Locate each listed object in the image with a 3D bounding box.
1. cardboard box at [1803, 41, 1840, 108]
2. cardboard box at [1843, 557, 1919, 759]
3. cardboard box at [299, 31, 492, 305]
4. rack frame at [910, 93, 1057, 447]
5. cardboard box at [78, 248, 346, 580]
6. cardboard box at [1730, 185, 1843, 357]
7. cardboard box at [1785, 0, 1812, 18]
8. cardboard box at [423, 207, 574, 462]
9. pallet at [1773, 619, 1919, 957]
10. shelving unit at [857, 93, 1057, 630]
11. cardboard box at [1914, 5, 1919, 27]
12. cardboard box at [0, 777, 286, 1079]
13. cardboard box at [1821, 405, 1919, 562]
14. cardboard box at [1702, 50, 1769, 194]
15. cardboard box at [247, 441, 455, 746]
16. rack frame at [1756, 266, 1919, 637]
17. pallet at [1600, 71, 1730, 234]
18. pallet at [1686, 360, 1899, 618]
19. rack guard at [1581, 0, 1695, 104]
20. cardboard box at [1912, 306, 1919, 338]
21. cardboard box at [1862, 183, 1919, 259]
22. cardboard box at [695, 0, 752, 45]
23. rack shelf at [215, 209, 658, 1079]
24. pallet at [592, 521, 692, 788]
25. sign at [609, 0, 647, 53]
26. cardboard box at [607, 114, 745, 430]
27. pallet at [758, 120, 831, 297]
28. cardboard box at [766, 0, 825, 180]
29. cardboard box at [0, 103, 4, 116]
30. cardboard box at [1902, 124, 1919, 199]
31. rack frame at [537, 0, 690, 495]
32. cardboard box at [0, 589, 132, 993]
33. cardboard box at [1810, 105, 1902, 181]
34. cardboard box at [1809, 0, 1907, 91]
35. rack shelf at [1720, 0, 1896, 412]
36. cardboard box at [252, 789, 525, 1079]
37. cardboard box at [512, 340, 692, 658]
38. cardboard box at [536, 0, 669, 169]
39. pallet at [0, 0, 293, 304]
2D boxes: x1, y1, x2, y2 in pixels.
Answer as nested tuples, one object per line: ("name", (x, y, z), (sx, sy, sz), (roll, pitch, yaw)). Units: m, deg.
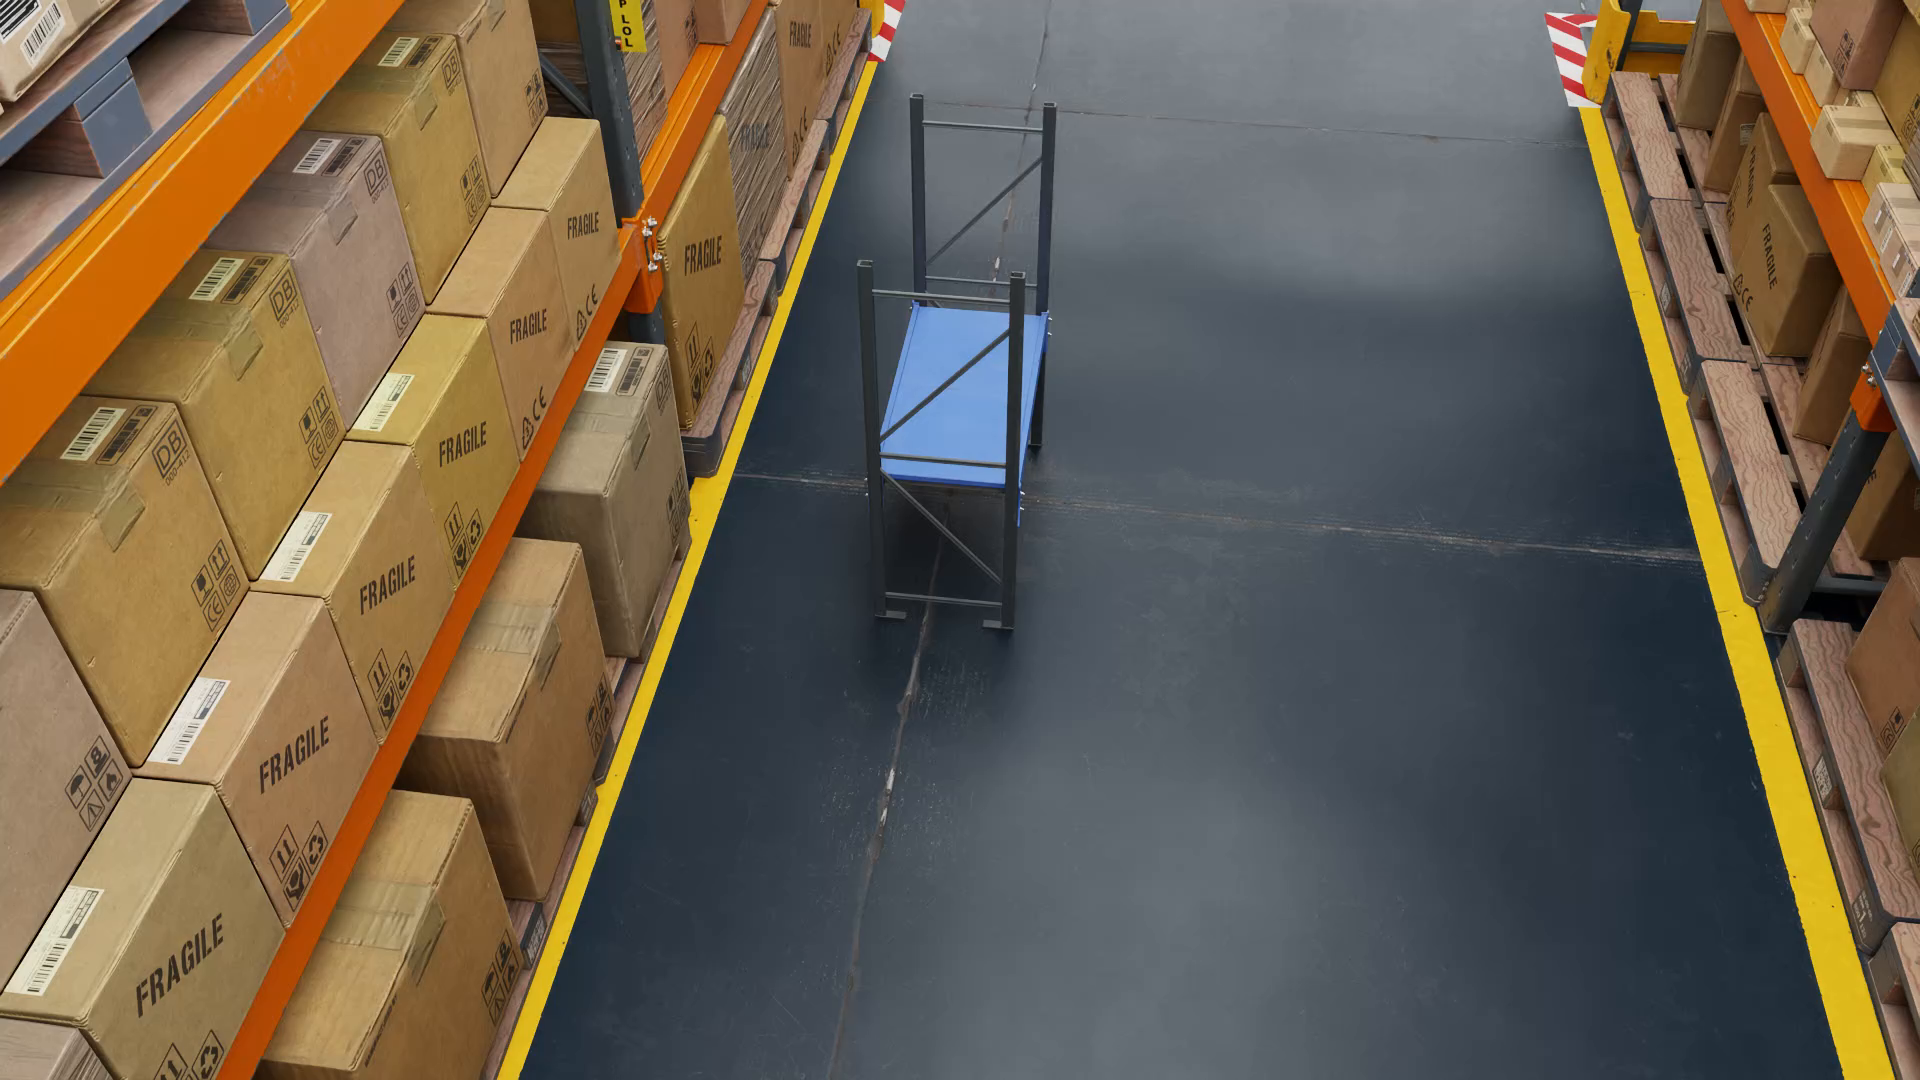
("cardboard box", (3.304, -1.679, 6.025), (0.380, 0.149, 0.250), (5, 44, 6))
("cardboard box", (3.251, 0.415, 5.129), (0.700, 0.500, 0.500), (2, 43, 2))
("cardboard box", (-1.676, -0.979, 4.303), (0.700, 0.500, 0.500), (5, 44, 5))
("rack frame", (0.078, -0.949, 6.162), (0.500, 1.500, 0.032), (5, 44, 6))
("cardboard box", (-1.811, -0.291, 3.576), (0.700, 0.500, 0.500), (5, 44, 5))
("cardboard box", (3.518, -1.085, 6.727), (0.500, 0.500, 0.500), (2, 43, 2))
("cardboard box", (3.412, -2.016, 6.380), (0.380, 0.149, 0.250), (5, 44, 6))
("cardboard box", (-1.421, -0.582, 4.610), (0.500, 0.500, 0.500), (5, 44, 5))
("pallet", (3.252, 0.793, 5.258), (1.003, 0.211, 1.213), (5, 44, 6))
("shelving unit", (0.011, -0.603, 5.796), (0.538, 1.500, 1.048), (5, 44, 6))
("cardboard box", (3.140, -1.589, 4.730), (0.500, 0.500, 0.500), (5, 44, 6))
("cardboard box", (-1.688, 0.792, 3.159), (0.500, 0.500, 0.500), (5, 44, 5))
("cardboard box", (3.446, -0.264, 5.859), (0.500, 0.500, 0.500), (4, 44, 4))
("cardboard box", (3.738, -1.886, 7.573), (0.500, 0.500, 0.500), (16, 46, 16))
("cardboard box", (-1.552, 0.109, 3.880), (0.500, 0.500, 0.500), (5, 44, 5))
("rack frame", (3.353, -0.750, 4.860), (1.000, 3.000, 0.127), (5, 44, 6))
("pallet", (3.729, -1.861, 8.062), (1.003, 0.211, 1.213), (5, 44, 6))
("pallet", (3.407, -0.198, 6.306), (1.003, 0.211, 1.213), (5, 44, 6))
("rack guard", (3.872, -2.516, 8.544), (1.175, 0.500, 0.348), (5, 44, 6))
("cardboard box", (3.109, -0.591, 3.951), (1.000, 1.000, 1.000), (6, 44, 6))
("cardboard box", (3.133, -1.001, 5.309), (0.380, 0.149, 0.250), (5, 44, 6))
("cardboard box", (-1.275, -2.311, 6.400), (0.875, 0.550, 0.550), (5, 44, 6))
("rack shelf", (-1.814, 0.355, 4.217), (1.077, 0.370, 4.000), (5, 44, 6))
("pallet", (-1.577, 0.276, 5.805), (1.003, 0.211, 1.213), (5, 44, 6))
("sign", (-1.011, -1.619, 4.993), (0.100, 0.325, 0.005), (5, 44, 6))
("cardboard box", (-1.398, -1.073, 6.441), (0.875, 0.875, 0.875), (6, 44, 6))
("pallet", (-1.213, -1.602, 7.788), (1.003, 0.211, 1.213), (5, 44, 6))
("cardboard box", (-1.160, -2.309, 7.746), (0.875, 0.875, 0.875), (5, 44, 5))
("cardboard box", (-1.699, -0.582, 2.232), (0.500, 0.250, 0.500), (6, 44, 7))
("cardboard box", (3.474, -1.195, 5.042), (0.875, 0.500, 0.500), (5, 44, 6))
("rack frame", (-1.550, -1.270, 5.409), (1.000, 3.000, 0.127), (5, 44, 6))
("cardboard box", (-1.944, 0.407, 2.838), (0.700, 0.500, 0.500), (5, 44, 5))
("cardboard box", (3.148, -1.347, 5.673), (0.380, 0.149, 0.250), (5, 44, 6))
("cardboard box", (3.541, -1.883, 5.768), (0.875, 0.500, 0.500), (5, 44, 6))
("rack shelf", (3.617, -1.852, 6.547), (1.077, 0.370, 4.000), (5, 44, 6))
("cardboard box", (-1.797, 1.118, 4.218), (1.050, 0.750, 0.750), (6, 44, 6))
("cardboard box", (-1.543, -0.174, 5.583), (1.050, 0.750, 0.750), (5, 44, 5))
("cardboard box", (-1.513, -1.577, 5.624), (0.875, 0.550, 0.550), (5, 44, 6))
("pallet", (-1.901, -0.770, 2.837), (1.003, 0.211, 1.213), (7, 44, 7))
